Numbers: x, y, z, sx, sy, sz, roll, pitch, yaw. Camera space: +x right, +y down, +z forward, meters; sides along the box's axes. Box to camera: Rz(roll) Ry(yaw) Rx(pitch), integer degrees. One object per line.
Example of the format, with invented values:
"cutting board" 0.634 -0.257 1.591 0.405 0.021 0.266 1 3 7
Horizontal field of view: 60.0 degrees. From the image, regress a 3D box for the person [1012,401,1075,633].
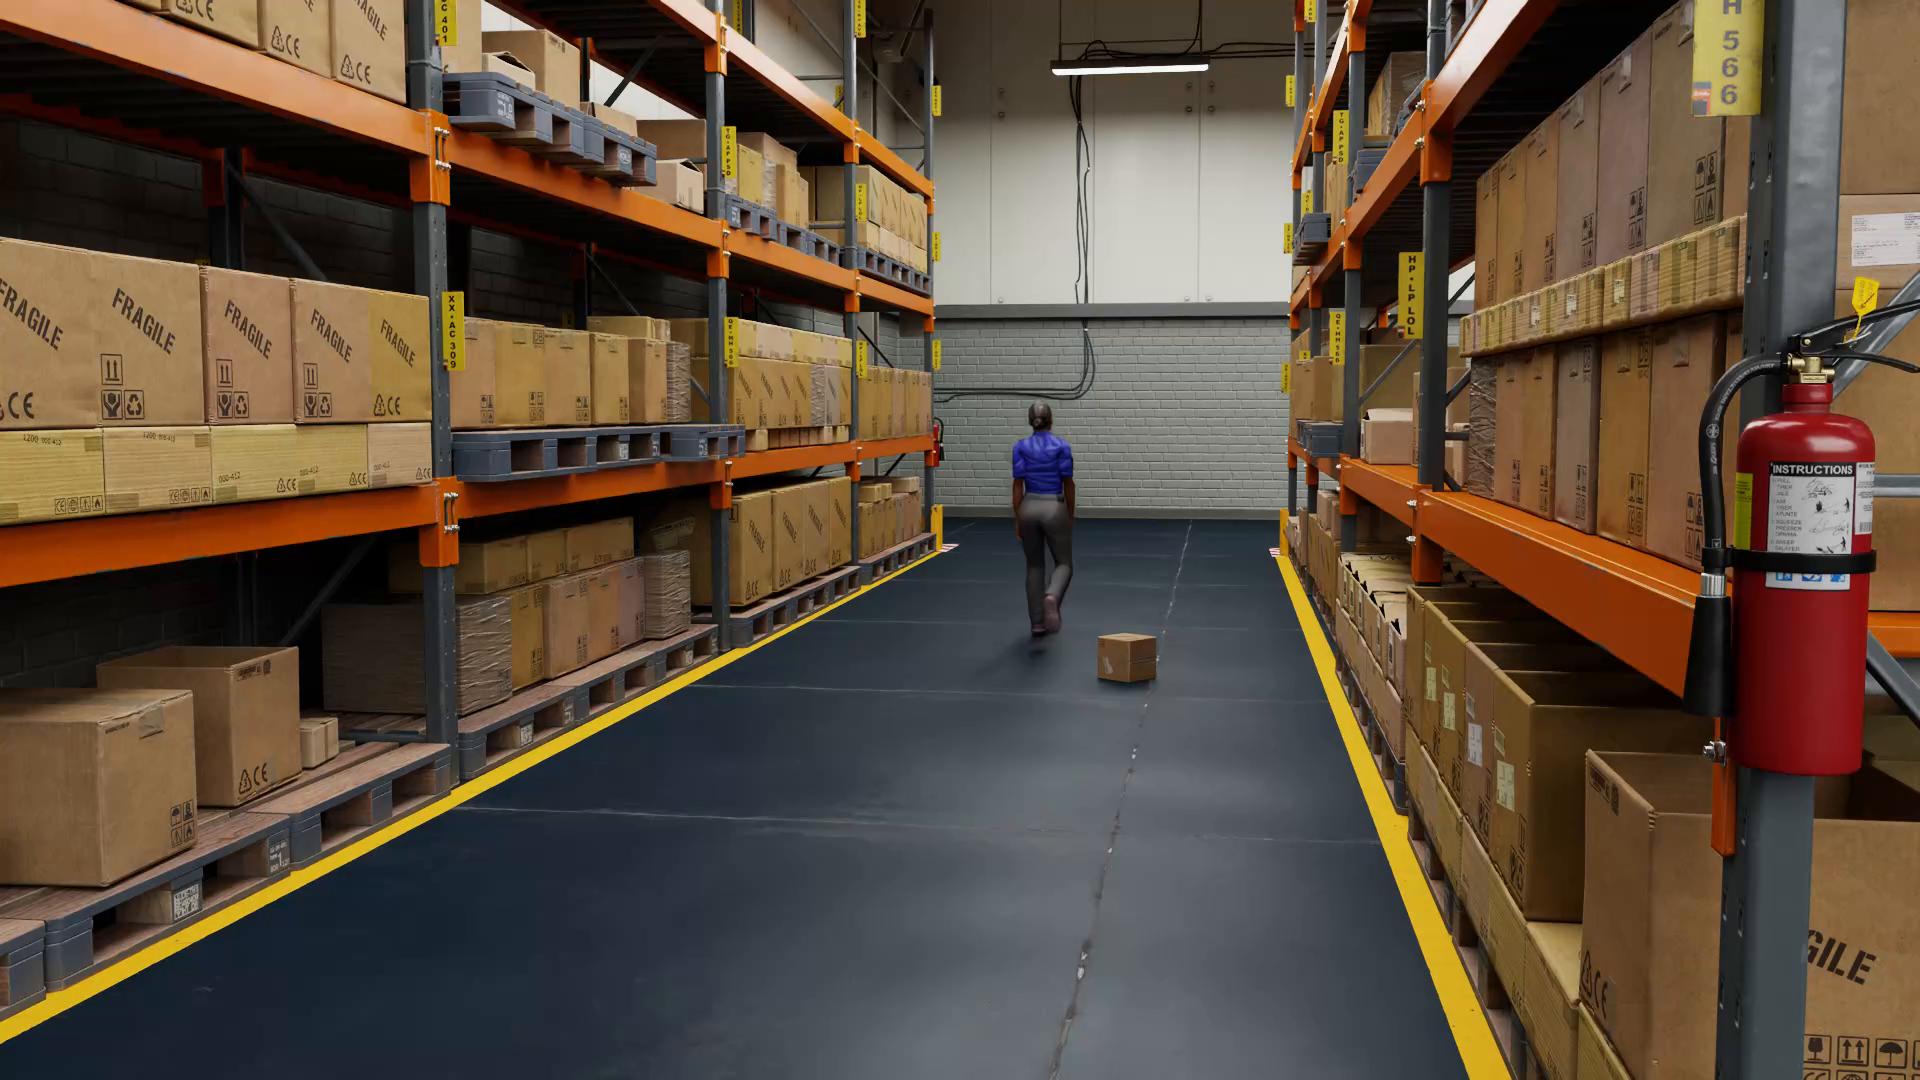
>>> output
"person" 0.580 -0.151 11.610 0.441 1.633 0.640 1 5 13
